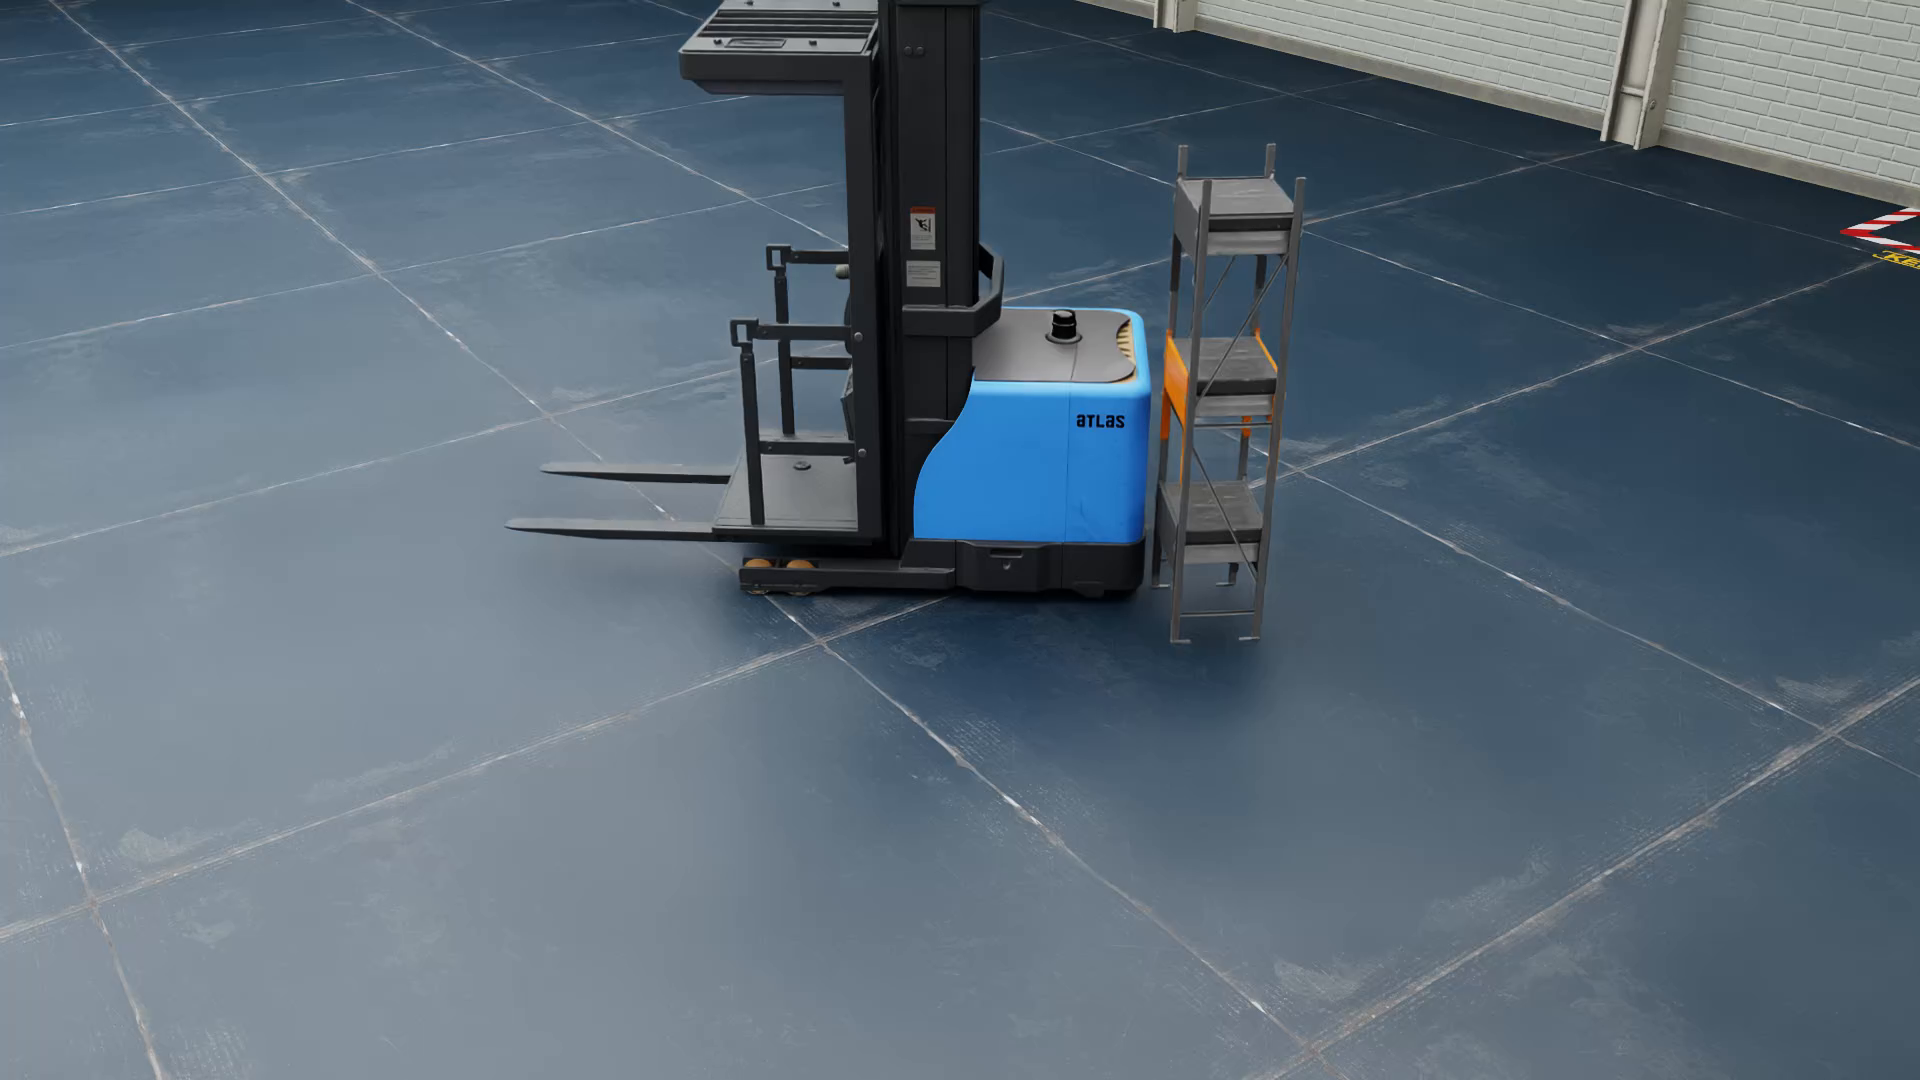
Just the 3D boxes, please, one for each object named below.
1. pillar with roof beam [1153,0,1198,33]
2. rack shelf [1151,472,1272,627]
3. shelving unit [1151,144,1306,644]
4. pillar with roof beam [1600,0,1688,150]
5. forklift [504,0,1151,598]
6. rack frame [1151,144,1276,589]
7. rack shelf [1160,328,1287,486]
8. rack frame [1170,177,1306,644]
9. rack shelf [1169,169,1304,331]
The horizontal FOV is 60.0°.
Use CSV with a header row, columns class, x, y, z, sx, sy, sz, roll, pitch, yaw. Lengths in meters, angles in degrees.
class,x,y,z,sx,sy,sz,roll,pitch,yaw
pillar with roof beam,-1.050,-8.624,14.701,9.100,9.000,0.400,-19,34,-31
rack shelf,1.118,0.040,7.472,0.431,0.518,0.480,-2,29,-4
shelving unit,1.118,-0.587,7.131,0.431,2.100,0.503,-2,29,-4
pillar with roof beam,2.431,-6.292,10.406,9.100,9.000,0.400,-19,34,-31
forklift,-0.638,-1.277,7.530,3.031,2.935,1.130,1,29,3
rack frame,1.101,-0.703,7.345,0.400,2.100,0.015,-2,29,-4
rack shelf,1.118,-0.575,7.138,0.431,0.518,0.480,-2,29,-4
rack frame,1.135,-0.471,6.917,0.400,2.100,0.015,-2,29,-4
rack shelf,1.118,-1.190,6.804,0.431,0.518,0.480,-2,29,-4
